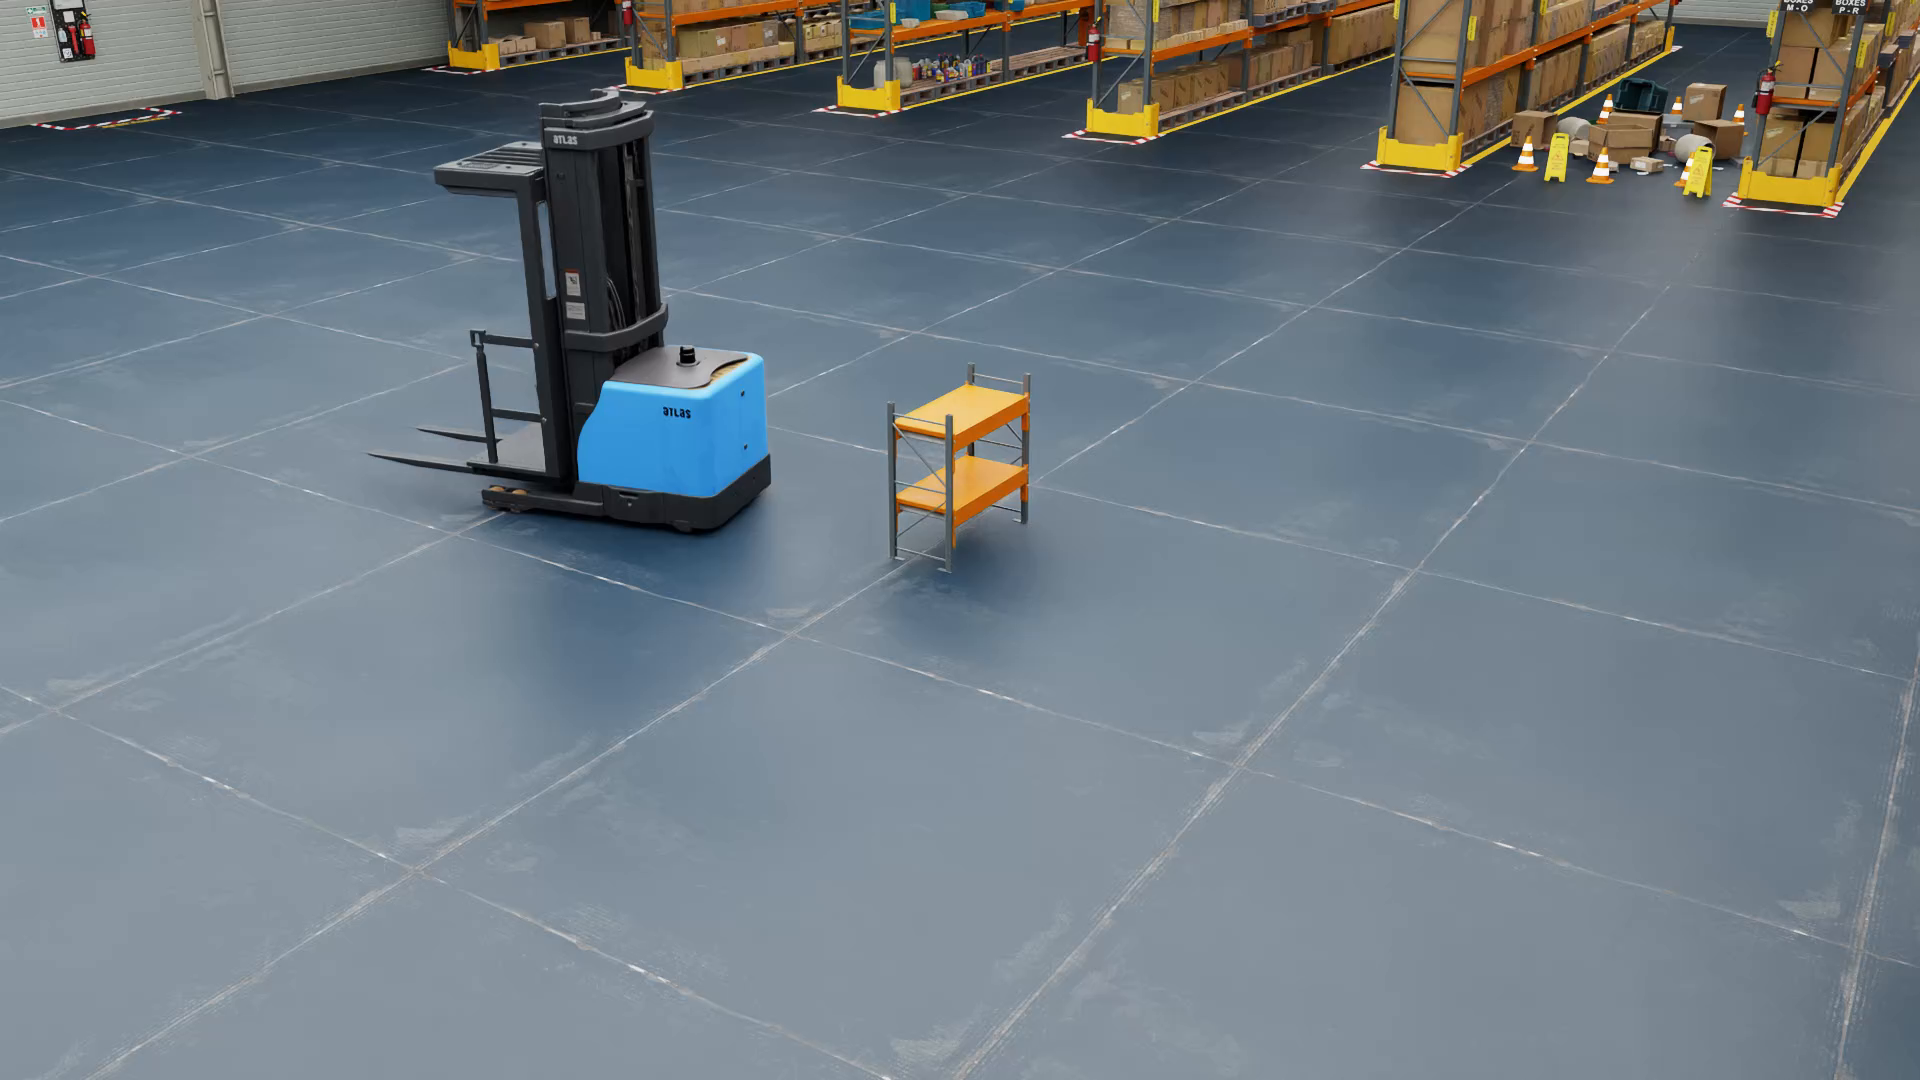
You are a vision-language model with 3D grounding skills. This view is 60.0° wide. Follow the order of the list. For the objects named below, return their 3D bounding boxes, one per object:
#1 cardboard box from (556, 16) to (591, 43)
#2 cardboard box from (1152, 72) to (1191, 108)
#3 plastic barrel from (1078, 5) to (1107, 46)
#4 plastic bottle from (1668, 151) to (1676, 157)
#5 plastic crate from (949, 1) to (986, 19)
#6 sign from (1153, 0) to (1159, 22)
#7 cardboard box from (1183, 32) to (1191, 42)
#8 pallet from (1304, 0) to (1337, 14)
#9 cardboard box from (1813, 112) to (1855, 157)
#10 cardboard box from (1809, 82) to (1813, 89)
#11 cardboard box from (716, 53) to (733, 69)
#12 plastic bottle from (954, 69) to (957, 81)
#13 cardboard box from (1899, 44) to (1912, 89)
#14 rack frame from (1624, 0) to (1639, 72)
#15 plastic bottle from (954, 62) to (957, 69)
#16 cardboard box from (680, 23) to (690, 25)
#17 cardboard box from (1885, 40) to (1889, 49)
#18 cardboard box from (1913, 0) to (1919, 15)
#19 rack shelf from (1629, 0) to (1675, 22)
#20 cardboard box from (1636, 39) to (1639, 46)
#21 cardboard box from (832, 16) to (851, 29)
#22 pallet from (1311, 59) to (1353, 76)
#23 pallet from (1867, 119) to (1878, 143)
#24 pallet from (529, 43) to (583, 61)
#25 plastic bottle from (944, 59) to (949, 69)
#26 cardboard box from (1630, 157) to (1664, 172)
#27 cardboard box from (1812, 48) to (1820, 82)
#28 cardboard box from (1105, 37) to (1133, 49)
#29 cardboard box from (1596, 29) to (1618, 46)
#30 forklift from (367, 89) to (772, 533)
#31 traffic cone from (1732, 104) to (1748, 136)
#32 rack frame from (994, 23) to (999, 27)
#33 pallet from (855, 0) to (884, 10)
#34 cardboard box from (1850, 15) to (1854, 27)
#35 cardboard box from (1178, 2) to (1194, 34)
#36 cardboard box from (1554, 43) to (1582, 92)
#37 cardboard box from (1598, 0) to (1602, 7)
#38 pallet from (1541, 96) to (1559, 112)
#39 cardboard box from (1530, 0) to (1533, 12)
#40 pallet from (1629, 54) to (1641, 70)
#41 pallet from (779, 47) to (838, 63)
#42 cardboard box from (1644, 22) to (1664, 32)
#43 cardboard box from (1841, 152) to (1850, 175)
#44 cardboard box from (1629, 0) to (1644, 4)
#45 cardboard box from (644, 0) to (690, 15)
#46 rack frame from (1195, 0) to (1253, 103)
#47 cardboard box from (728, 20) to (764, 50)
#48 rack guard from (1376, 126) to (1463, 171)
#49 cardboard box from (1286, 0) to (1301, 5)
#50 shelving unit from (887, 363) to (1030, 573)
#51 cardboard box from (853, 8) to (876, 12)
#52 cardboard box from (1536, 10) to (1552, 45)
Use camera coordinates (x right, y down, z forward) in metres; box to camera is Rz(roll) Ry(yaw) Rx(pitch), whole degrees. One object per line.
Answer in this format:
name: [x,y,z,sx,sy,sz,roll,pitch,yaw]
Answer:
cardboard box: [-8.434,-11.140,36.299,0.500,0.500,0.500,12,26,25]
cardboard box: [3.570,-7.648,28.260,0.500,0.500,0.500,17,29,34]
plastic barrel: [2.849,-11.083,35.778,0.600,0.830,0.708,14,27,29]
plastic bottle: [10.849,-5.862,25.213,0.133,0.061,0.283,20,30,38]
plastic crate: [0.143,-9.869,30.958,0.499,0.251,0.616,14,27,29]
sign: [3.055,-8.263,25.972,0.100,0.325,0.005,14,27,29]
cardboard box: [3.600,-8.334,27.541,0.380,0.149,0.250,14,27,29]
pallet: [6.528,-10.329,32.074,1.213,0.211,1.003,14,27,29]
cardboard box: [11.957,-5.577,22.847,0.500,0.500,0.500,13,26,27]
cardboard box: [11.586,-6.299,22.842,0.380,0.149,0.250,14,27,30]
cardboard box: [-4.824,-9.460,32.759,0.500,0.250,0.500,14,27,29]
plastic bottle: [-0.107,-8.665,30.958,0.097,0.201,0.097,0,23,0]
cardboard box: [16.614,-8.638,30.073,0.875,0.875,0.875,15,27,30]
rack frame: [13.084,-10.956,33.282,1.000,3.000,0.127,14,27,29]
plastic bottle: [-0.051,-8.839,31.258,0.061,0.283,0.133,14,27,29]
cardboard box: [-6.755,-12.271,38.913,0.700,0.500,0.500,14,27,29]
cardboard box: [13.822,-7.533,25.163,0.380,0.149,0.250,14,27,30]
cardboard box: [16.535,-9.391,29.226,0.500,0.250,0.500,14,27,30]
rack shelf: [14.139,-11.301,34.984,1.077,0.370,4.000,14,27,29]
cardboard box: [13.847,-10.317,34.491,0.380,0.149,0.250,12,26,26]
cardboard box: [-2.471,-11.201,36.076,0.500,0.311,0.500,15,27,30]
pallet: [7.293,-9.650,33.776,1.003,0.211,1.213,14,27,29]
pallet: [14.175,-6.649,26.844,1.003,0.211,1.213,14,27,29]
pallet: [-8.888,-10.516,35.777,1.003,0.211,1.213,14,27,29]
plastic bottle: [-0.256,-9.057,31.777,0.097,0.271,0.097,0,23,0]
cardboard box: [9.988,-5.460,24.175,0.250,0.149,0.380,-12,26,-26]
cardboard box: [11.333,-6.494,22.475,0.500,0.500,0.500,14,27,29]
cardboard box: [2.569,-8.004,26.778,0.380,0.149,0.250,14,27,29]
cardboard box: [12.357,-9.689,32.030,0.500,0.250,0.500,13,26,27]
forklift: [-2.999,-1.735,12.068,3.031,2.935,1.130,8,25,17]
traffic cone: [12.587,-6.800,26.876,0.336,0.463,0.334,14,27,29]
rack frame: [0.509,-14.107,40.560,1.000,3.000,0.127,14,27,29]
pallet: [-2.591,-14.518,45.019,1.003,0.211,1.213,14,27,29]
cardboard box: [12.418,-7.623,23.824,0.700,0.500,0.500,14,27,29]
cardboard box: [3.369,-8.695,27.560,0.875,0.500,0.500,14,27,29]
cardboard box: [10.576,-8.580,30.096,1.050,0.750,0.750,13,27,28]
cardboard box: [11.665,-9.974,30.801,0.380,0.149,0.250,15,28,32]
pallet: [9.850,-7.666,29.192,1.003,0.211,1.213,14,27,29]
cardboard box: [8.640,-8.703,26.530,0.875,0.550,0.550,14,27,29]
pallet: [13.408,-9.910,34.377,1.003,0.211,1.213,14,27,29]
pallet: [-3.355,-10.384,35.471,1.003,0.211,1.213,14,27,29]
cardboard box: [14.920,-11.045,35.799,0.380,0.149,0.250,13,27,28]
cardboard box: [11.949,-5.218,22.961,0.500,0.250,0.500,15,28,31]
cardboard box: [13.511,-10.868,33.395,0.380,0.149,0.250,15,28,31]
cardboard box: [-5.563,-10.257,31.543,0.700,0.500,0.500,14,27,29]
rack frame: [4.704,-9.329,29.525,1.000,3.000,0.127,14,27,29]
cardboard box: [-4.304,-10.143,33.394,0.500,0.500,0.500,14,27,29]
rack guard: [6.741,-5.751,24.404,1.175,0.500,0.348,14,27,29]
cardboard box: [6.163,-10.191,31.156,0.396,0.266,0.258,13,27,27]
shelving unit: [0.004,-0.518,11.532,0.538,1.125,1.048,14,27,29]
cardboard box: [-2.126,-11.830,37.527,0.500,0.311,0.500,15,28,31]
cardboard box: [9.370,-8.423,27.305,0.500,0.500,0.500,14,27,30]
